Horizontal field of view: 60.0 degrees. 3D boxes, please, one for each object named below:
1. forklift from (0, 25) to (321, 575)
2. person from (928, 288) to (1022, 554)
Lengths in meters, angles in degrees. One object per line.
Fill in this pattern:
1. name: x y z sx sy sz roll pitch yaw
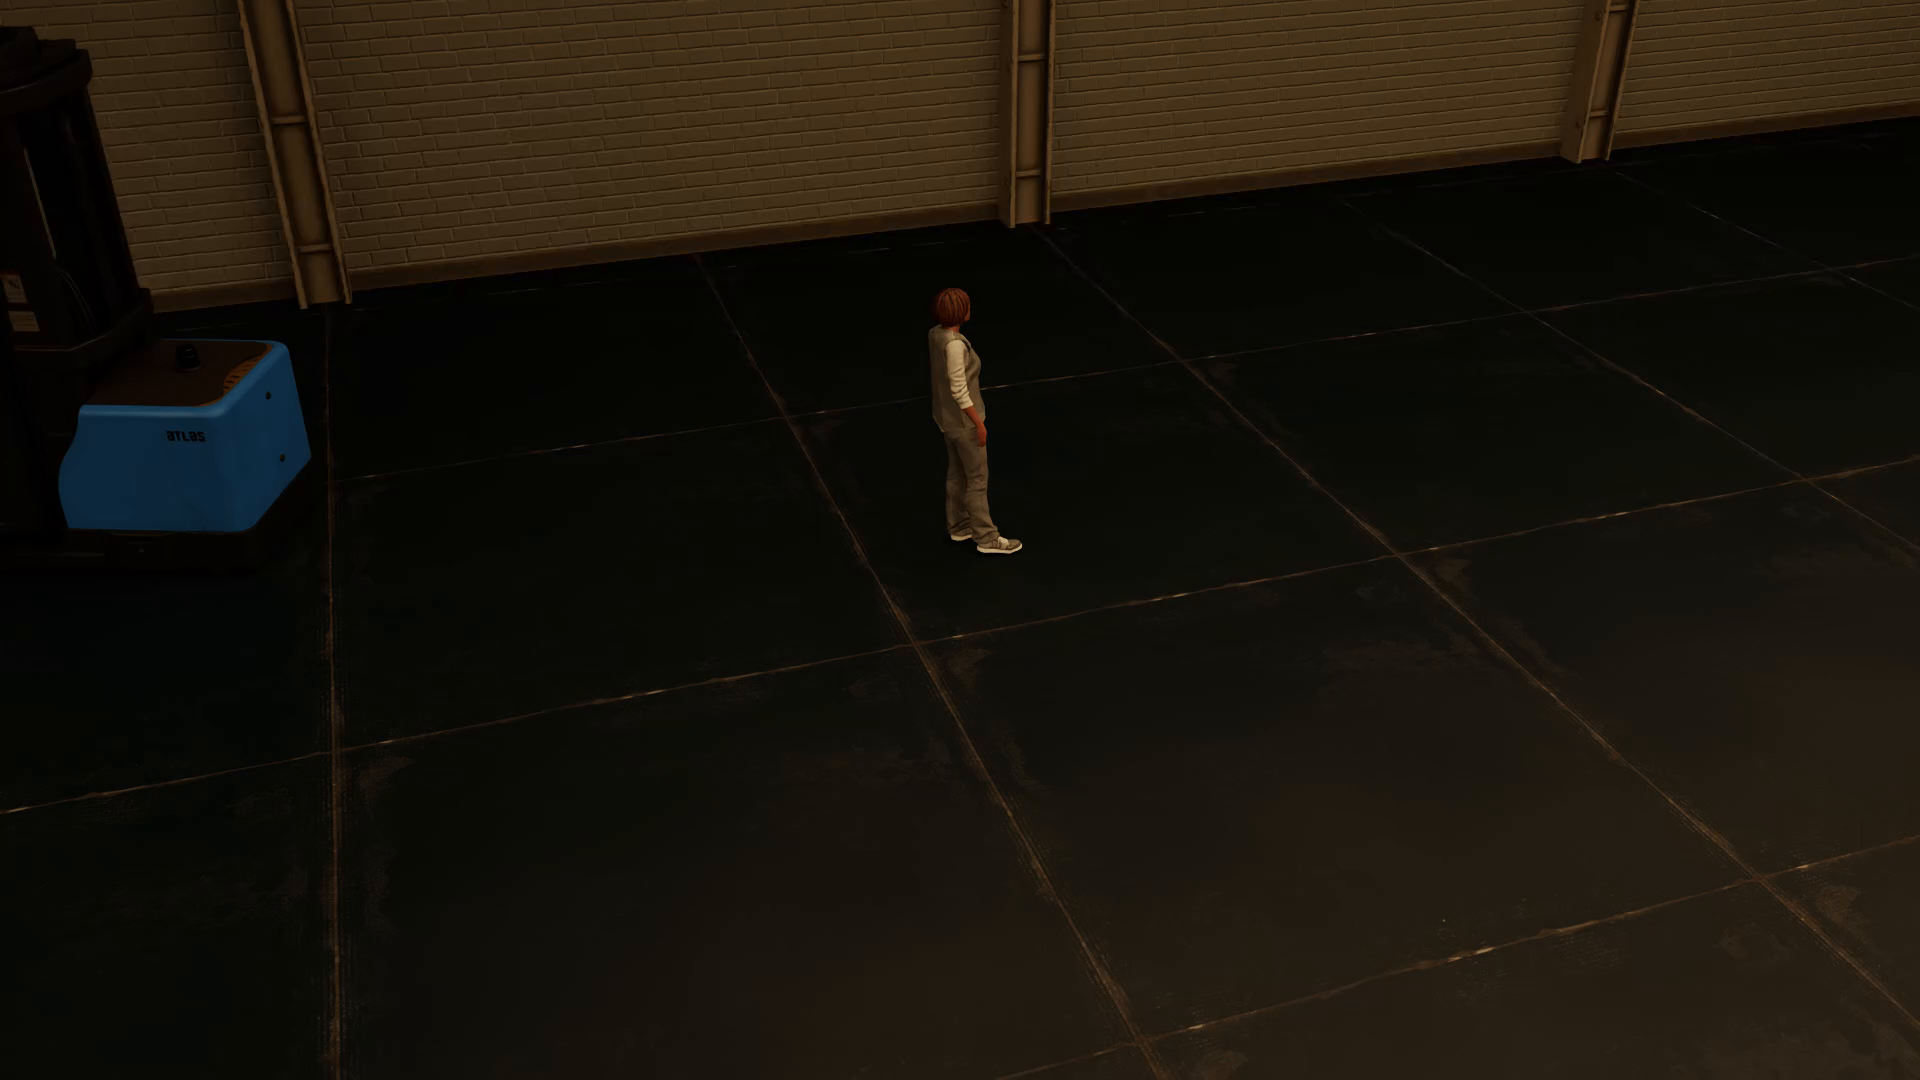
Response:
1. forklift: -5.531 -1.330 9.398 3.031 2.935 1.130 1 30 2
2. person: 0.074 -0.704 9.633 0.475 1.597 0.520 -10 31 -16
